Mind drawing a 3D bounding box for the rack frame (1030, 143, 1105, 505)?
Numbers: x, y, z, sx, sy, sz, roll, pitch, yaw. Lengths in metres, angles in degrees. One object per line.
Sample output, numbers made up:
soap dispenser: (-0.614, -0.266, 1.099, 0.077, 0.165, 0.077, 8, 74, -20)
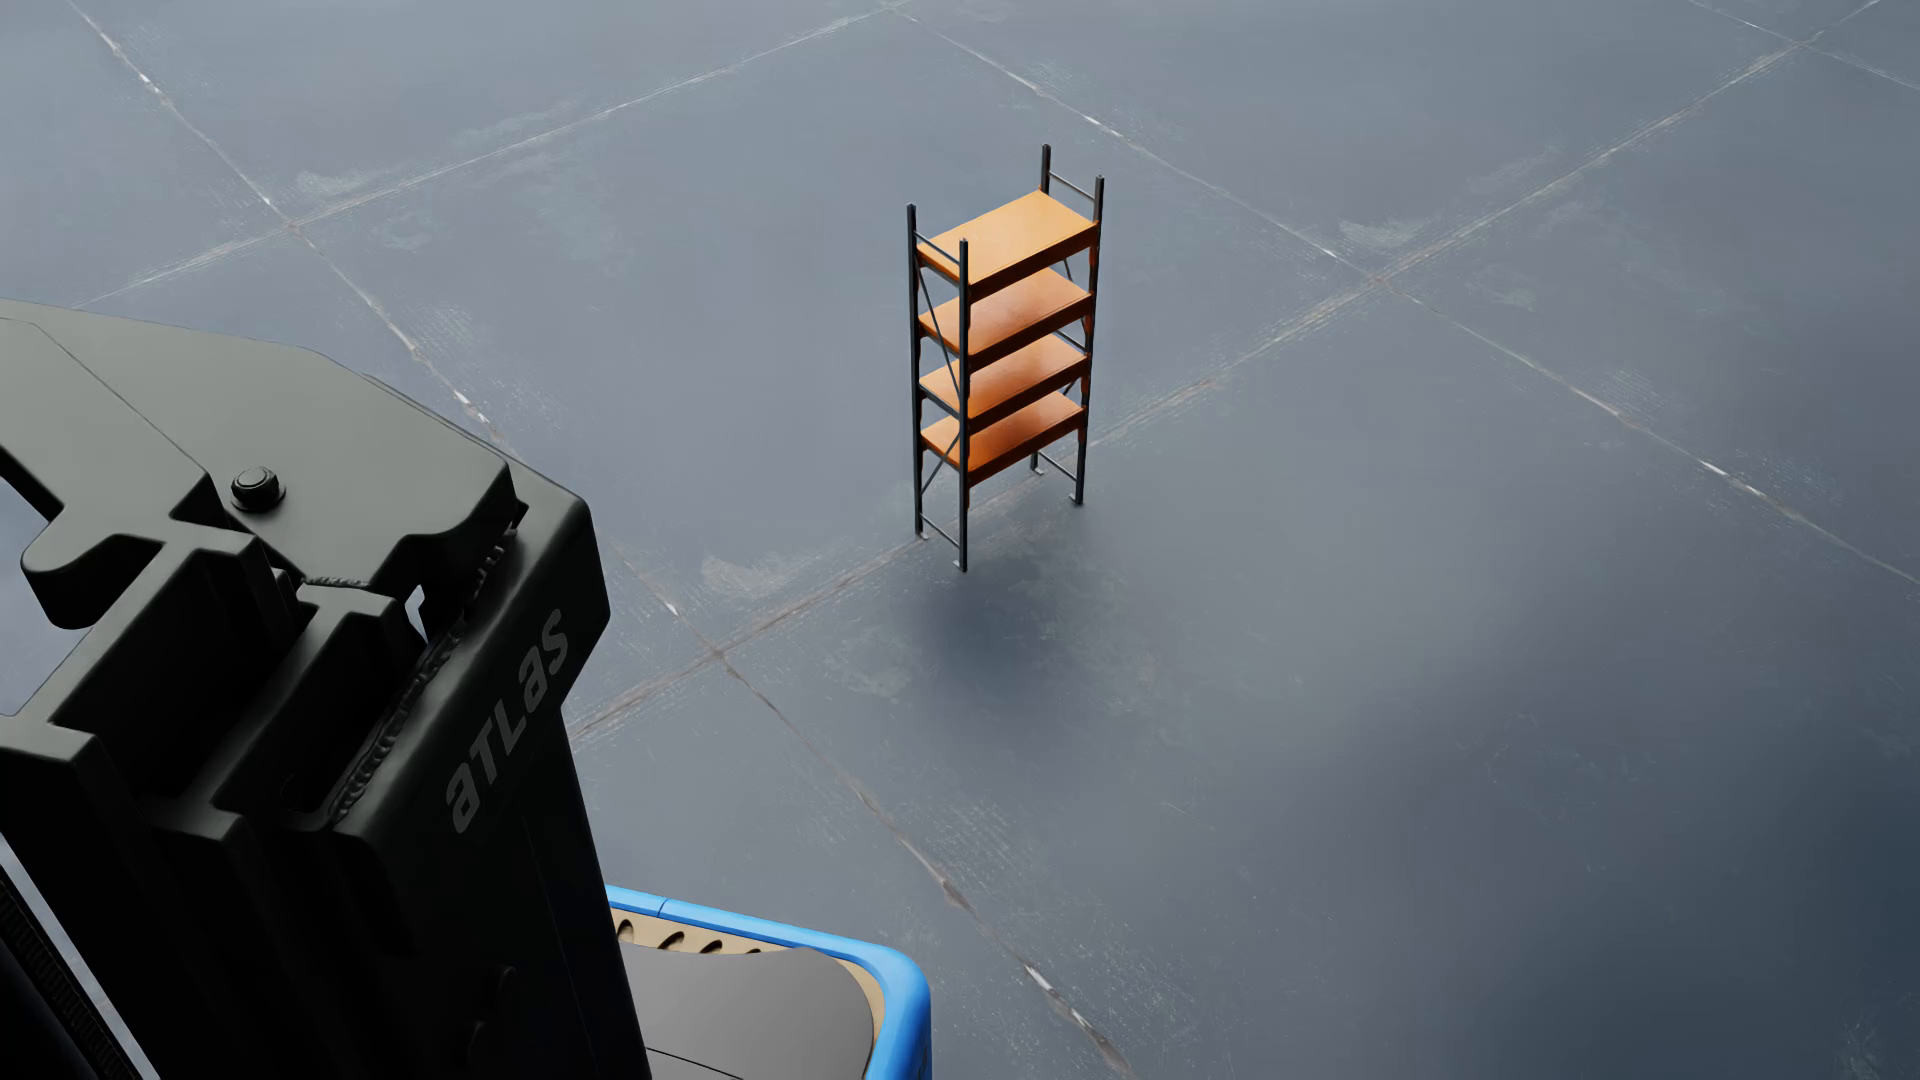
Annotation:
rack frame: (0.314, -0.617, 5.031, 0.015, 1.200, 0.240, -30, 51, -28)

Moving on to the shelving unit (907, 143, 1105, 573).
shelving unit: (0.127, -0.510, 4.917, 0.503, 1.200, 0.258, -30, 51, -28)

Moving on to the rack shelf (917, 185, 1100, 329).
rack shelf: (0.127, -0.797, 4.648, 0.480, 0.148, 0.258, -30, 51, -28)

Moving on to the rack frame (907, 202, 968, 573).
rack frame: (-0.060, -0.403, 4.803, 0.015, 1.200, 0.240, -30, 51, -28)

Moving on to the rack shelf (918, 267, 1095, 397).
rack shelf: (0.127, -0.624, 4.810, 0.480, 0.148, 0.258, -30, 51, -28)

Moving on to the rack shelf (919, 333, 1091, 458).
rack shelf: (0.127, -0.461, 4.963, 0.480, 0.148, 0.258, -30, 51, -28)

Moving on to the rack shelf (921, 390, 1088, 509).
rack shelf: (0.127, -0.316, 5.099, 0.480, 0.148, 0.258, -30, 51, -28)
